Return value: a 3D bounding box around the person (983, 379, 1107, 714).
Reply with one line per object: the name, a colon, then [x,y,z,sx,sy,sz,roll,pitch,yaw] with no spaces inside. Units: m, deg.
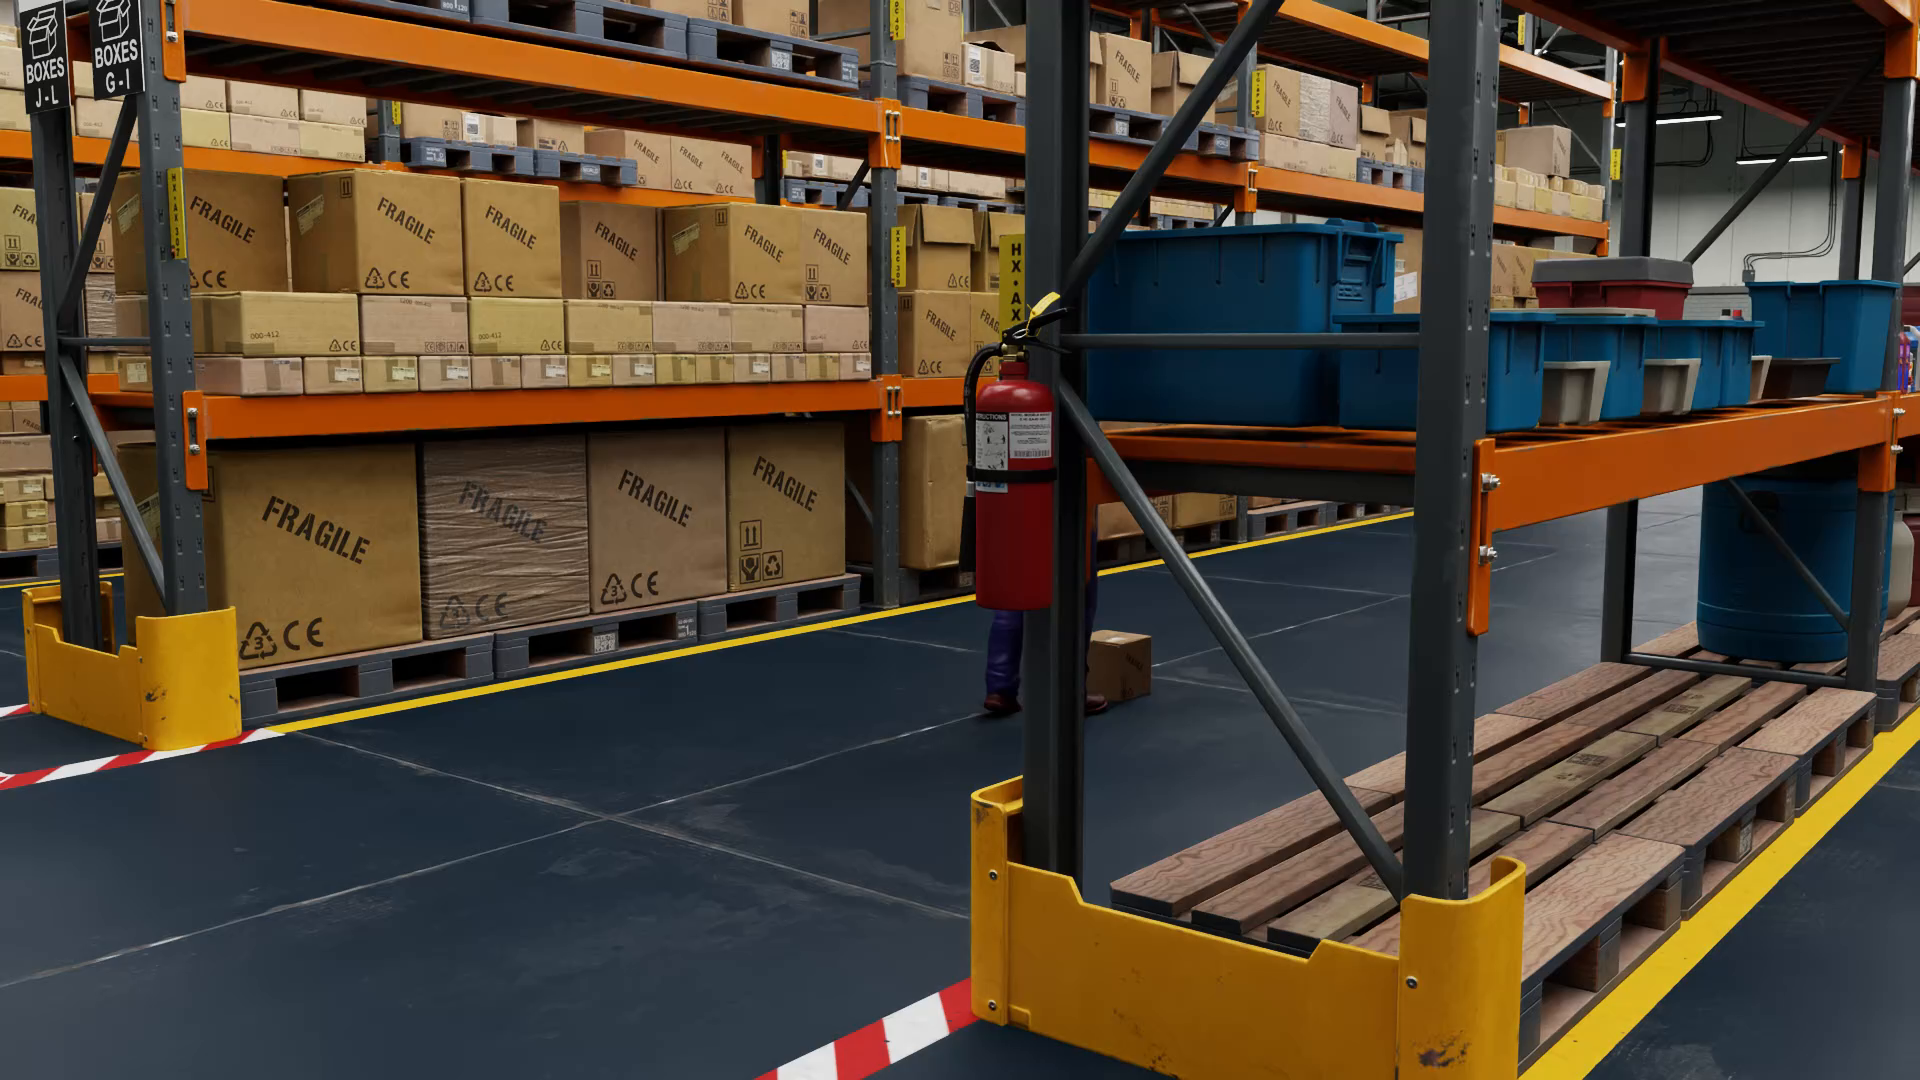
person: [0.351,-0.089,6.716,0.473,1.688,0.449,6,9,39]
